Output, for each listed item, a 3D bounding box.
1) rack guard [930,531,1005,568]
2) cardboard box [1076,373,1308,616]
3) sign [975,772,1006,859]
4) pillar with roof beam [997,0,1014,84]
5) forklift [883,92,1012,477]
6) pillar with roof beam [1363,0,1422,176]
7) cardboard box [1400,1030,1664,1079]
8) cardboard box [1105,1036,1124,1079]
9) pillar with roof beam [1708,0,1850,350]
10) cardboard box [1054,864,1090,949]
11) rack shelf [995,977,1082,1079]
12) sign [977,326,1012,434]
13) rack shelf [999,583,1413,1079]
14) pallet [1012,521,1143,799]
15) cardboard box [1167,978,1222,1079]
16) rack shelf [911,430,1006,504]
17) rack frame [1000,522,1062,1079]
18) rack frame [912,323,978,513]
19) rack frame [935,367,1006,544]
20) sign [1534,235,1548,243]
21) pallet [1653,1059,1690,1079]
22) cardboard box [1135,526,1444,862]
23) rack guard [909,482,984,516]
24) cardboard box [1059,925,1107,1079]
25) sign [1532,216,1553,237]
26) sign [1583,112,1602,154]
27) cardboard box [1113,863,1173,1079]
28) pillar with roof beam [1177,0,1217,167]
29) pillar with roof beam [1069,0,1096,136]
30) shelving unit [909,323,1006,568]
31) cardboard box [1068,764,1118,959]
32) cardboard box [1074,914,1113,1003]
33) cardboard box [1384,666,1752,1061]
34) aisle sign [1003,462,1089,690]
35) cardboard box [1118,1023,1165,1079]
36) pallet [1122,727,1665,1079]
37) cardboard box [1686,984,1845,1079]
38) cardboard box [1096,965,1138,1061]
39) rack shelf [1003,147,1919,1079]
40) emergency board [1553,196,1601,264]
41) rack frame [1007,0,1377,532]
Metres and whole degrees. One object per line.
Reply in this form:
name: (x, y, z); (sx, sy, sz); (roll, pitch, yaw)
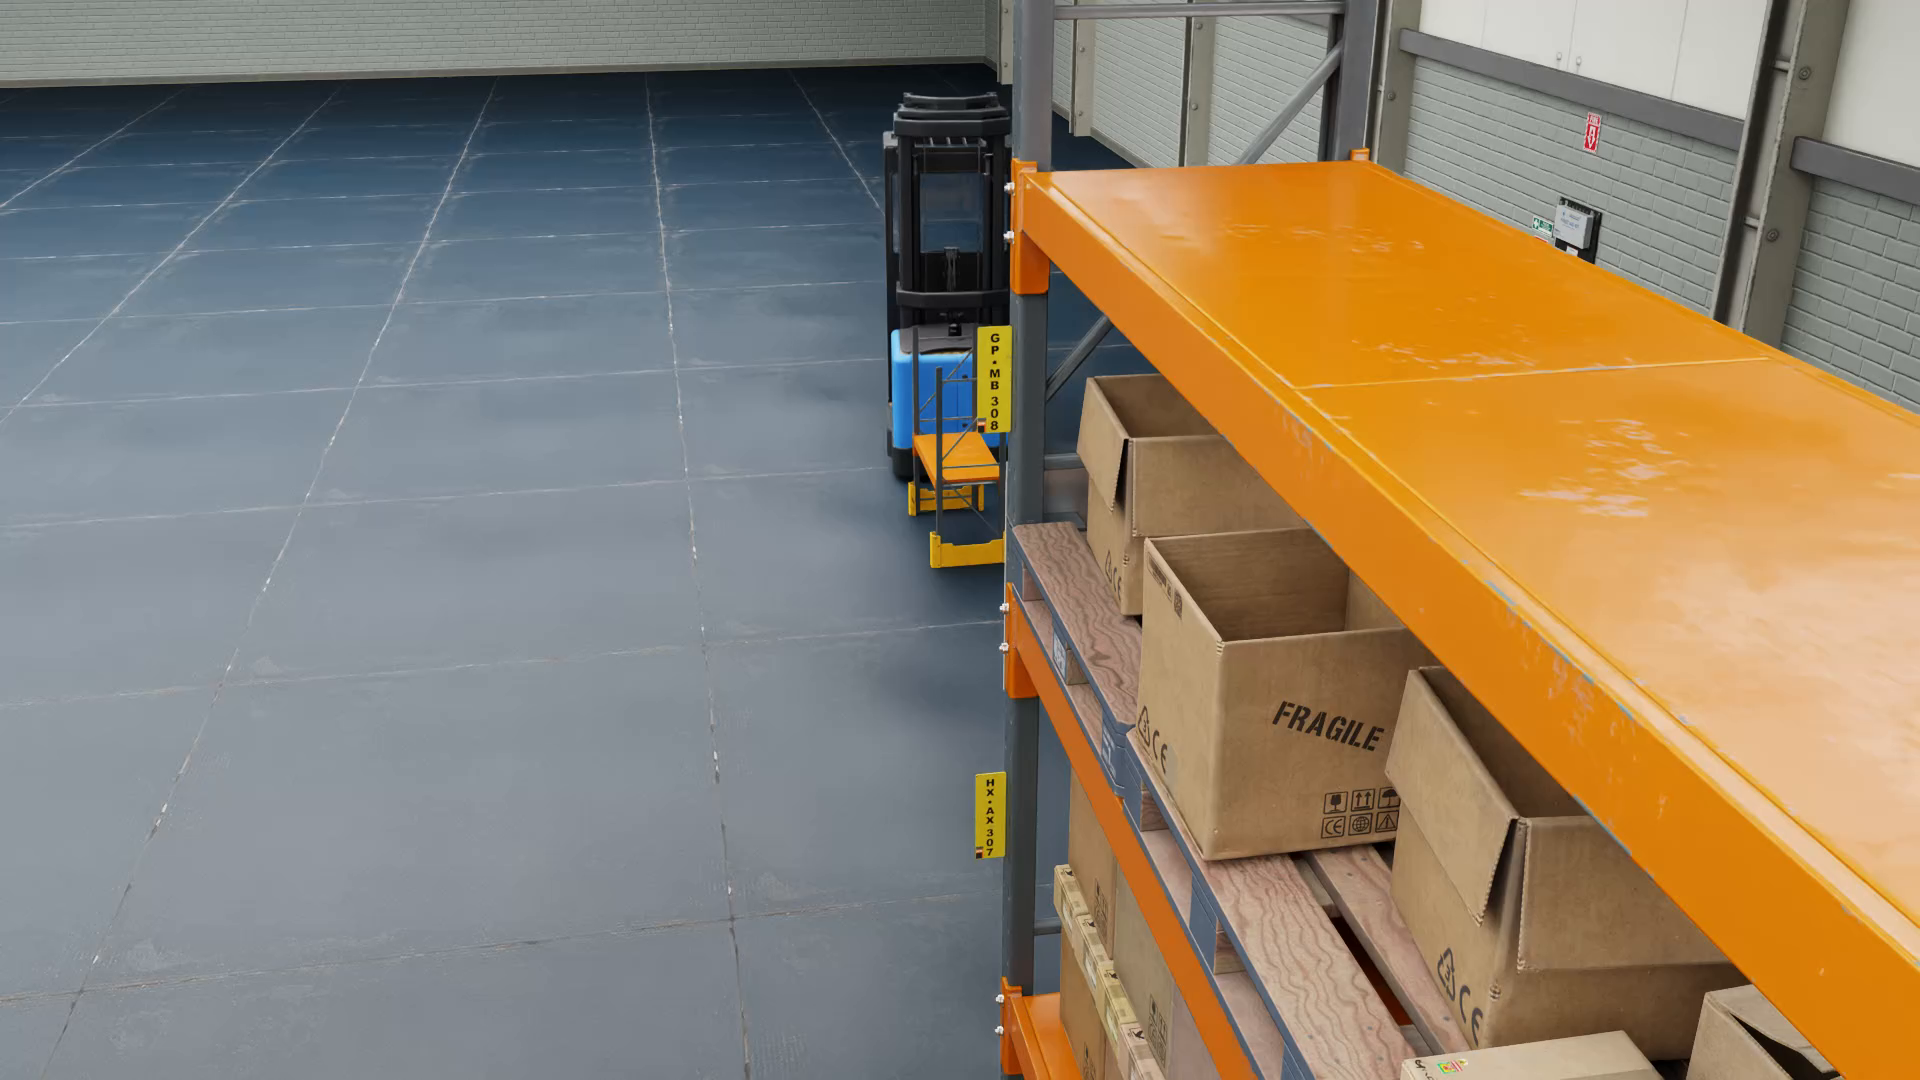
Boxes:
rack guard: (0.078, 0.051, 12.063); (0.587, 0.250, 0.087); (-4, 24, -10)
cardboard box: (0.749, -0.148, 4.508); (0.797, 0.503, 0.637); (-3, 24, -6)
sign: (0.101, 0.910, 5.481); (0.100, 0.325, 0.005); (-4, 24, -10)
pillar with roof beam: (-3.284, -13.084, 31.206); (9.100, 9.000, 0.400); (-4, 24, -10)
forklift: (-0.098, -2.405, 14.338); (1.130, 2.935, 3.031); (-1, 24, -3)
pillar with roof beam: (0.045, -6.003, 14.995); (9.100, 9.000, 0.400); (-4, 24, -10)
cardboard box: (0.895, 0.907, 2.535); (0.380, 0.149, 0.250); (-4, 24, -10)
cardboard box: (0.823, 1.649, 4.844); (0.700, 0.500, 0.500); (-4, 24, -8)
pillar with roof beam: (1.154, -3.643, 9.591); (9.100, 9.000, 0.400); (-4, 24, -10)
cardboard box: (0.508, 1.131, 5.219); (0.380, 0.149, 0.250); (-4, 24, -10)
rack shelf: (1.017, 2.420, 4.102); (1.077, 0.370, 4.000); (-4, 24, -10)
sign: (0.101, -0.469, 4.879); (0.100, 0.325, 0.005); (-4, 24, -10)
rack shelf: (1.017, 1.046, 3.502); (1.077, 0.370, 4.000); (-4, 24, -10)
pallet: (0.753, 0.250, 4.535); (1.003, 0.211, 1.213); (-4, 24, -10)
cardboard box: (0.927, 1.274, 4.083); (0.700, 0.500, 0.500); (-4, 24, -10)
rack shelf: (-0.016, -0.556, 12.341); (0.538, 0.185, 1.000); (-4, 24, -10)
rack frame: (0.647, 1.304, 5.759); (1.000, 3.000, 0.127); (-4, 24, -10)
rack frame: (-0.110, -0.921, 12.727); (0.500, 1.500, 0.032); (-4, 24, -10)
rack frame: (0.078, -0.521, 11.811); (0.500, 1.500, 0.032); (-4, 24, -10)
sign: (4.965, -2.429, 14.262); (0.001, 0.329, 0.234); (-4, 24, -10)
pallet: (1.204, 1.210, 2.338); (1.003, 0.211, 1.213); (-4, 24, -10)
cardboard box: (0.686, 0.300, 3.485); (0.500, 0.500, 0.500); (-4, 24, -10)
rack guard: (-0.106, -0.340, 12.960); (0.587, 0.250, 0.087); (-4, 24, -10)
cardboard box: (0.721, 1.443, 5.317); (0.700, 0.500, 0.500); (-4, 24, -10)
sign: (4.957, -2.670, 14.150); (0.001, 0.109, 0.331); (-4, 24, -10)
sign: (5.062, -3.261, 13.314); (0.001, 0.298, 0.199); (-4, 24, -10)
cardboard box: (0.833, 1.075, 4.536); (0.700, 0.500, 0.500); (-5, 24, -11)
pillar with roof beam: (-1.065, -8.363, 20.399); (9.100, 9.000, 0.400); (-4, 24, -10)
pillar with roof beam: (-2.174, -10.724, 25.802); (9.100, 9.000, 0.400); (-4, 24, -10)
shelving unit: (-0.014, -0.717, 12.261); (0.587, 1.500, 1.083); (-4, 24, -10)
cardboard box: (0.731, 0.869, 5.009); (0.700, 0.500, 0.500); (-4, 24, -10)
cardboard box: (0.560, 1.235, 4.982); (0.380, 0.149, 0.250); (-5, 24, -11)
cardboard box: (1.206, 0.542, 2.928); (0.797, 0.503, 0.637); (-2, 24, -4)
aisle sign: (0.334, 0.109, 5.246); (0.394, 0.787, 0.004); (-4, 24, -10)
cardboard box: (0.649, 1.432, 4.530); (0.380, 0.149, 0.250); (-5, 24, -11)
pallet: (0.982, 0.731, 3.434); (1.003, 0.211, 1.213); (-4, 24, -10)
cardboard box: (1.453, 0.857, 2.447); (0.500, 0.311, 0.500); (-6, 24, -13)
cardboard box: (0.604, 1.333, 4.757); (0.380, 0.149, 0.250); (-4, 24, -10)
rack shelf: (1.017, -0.146, 2.981); (1.077, 0.370, 4.000); (-4, 24, -10)
emergency board: (4.965, -2.188, 13.754); (0.194, 1.169, 0.643); (-4, 24, -10)
rack frame: (0.647, -1.445, 4.558); (1.000, 3.000, 0.127); (-4, 24, -10)
